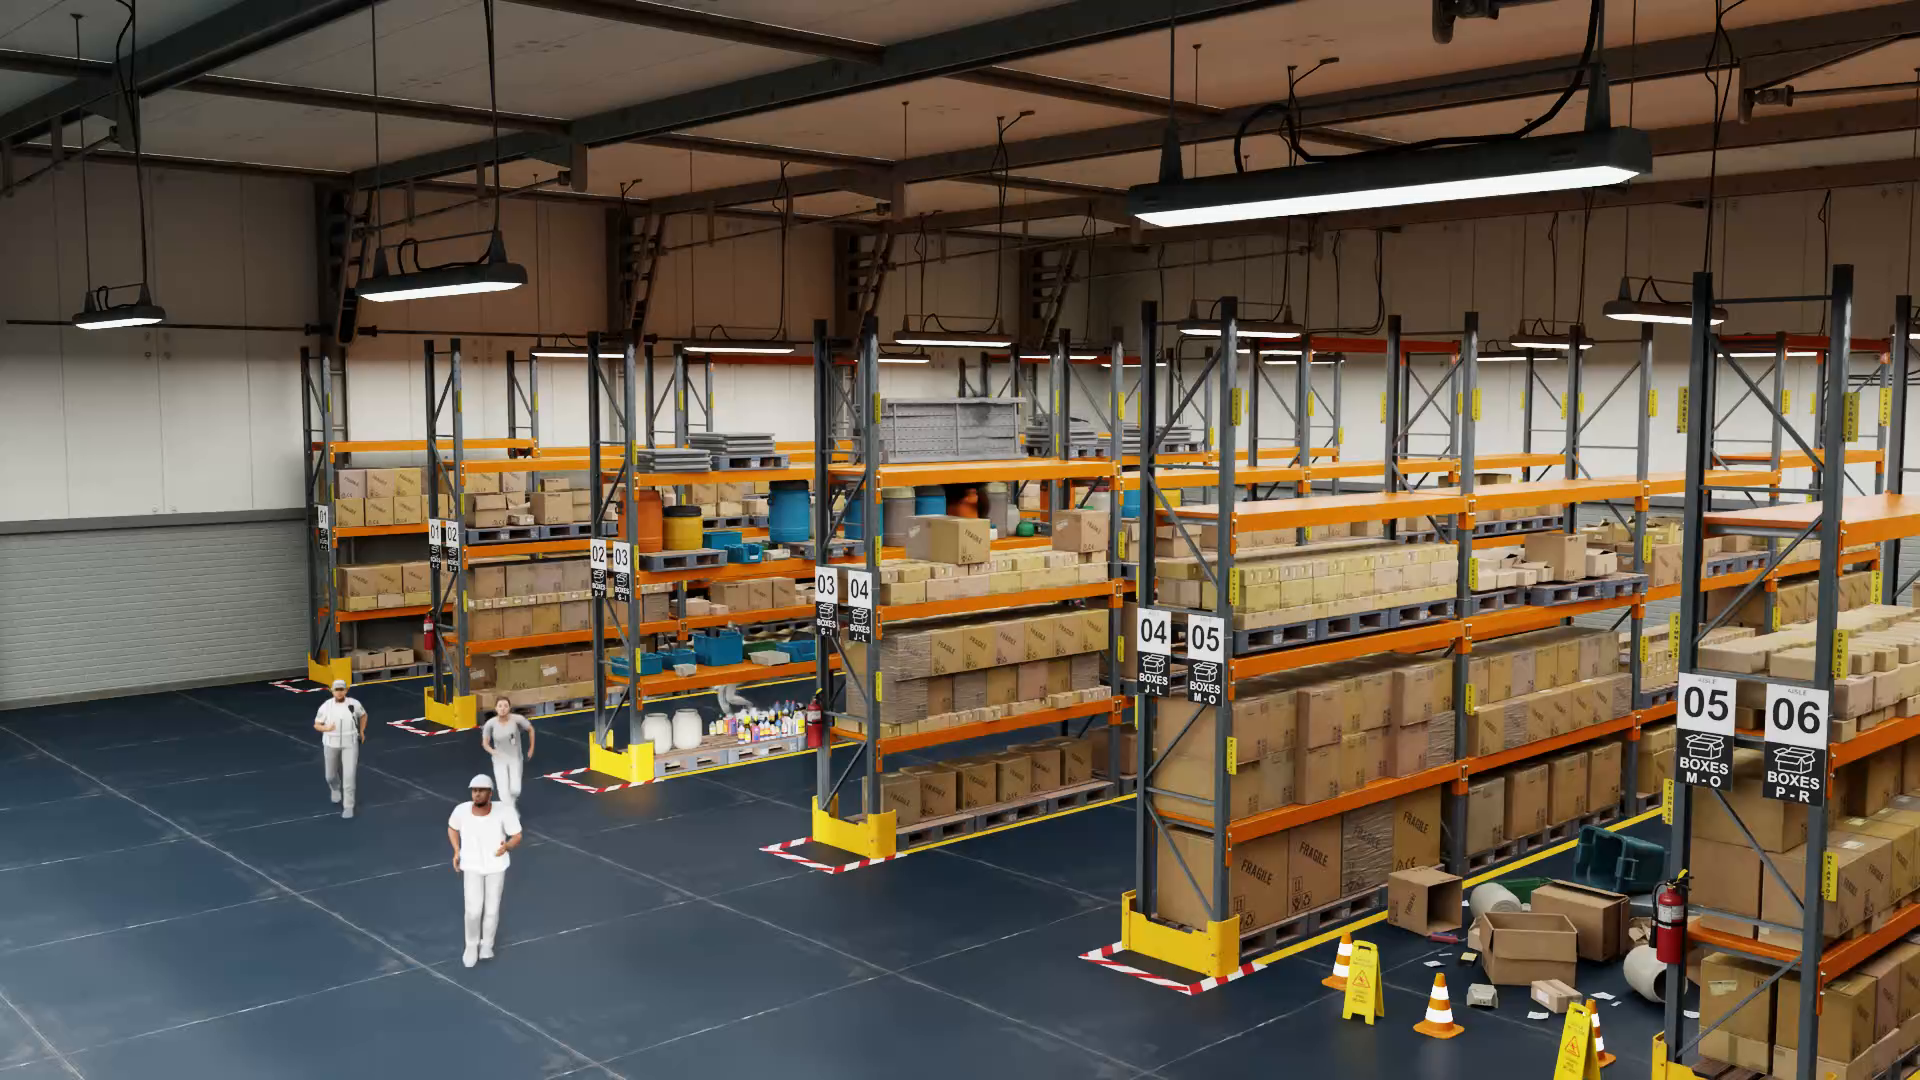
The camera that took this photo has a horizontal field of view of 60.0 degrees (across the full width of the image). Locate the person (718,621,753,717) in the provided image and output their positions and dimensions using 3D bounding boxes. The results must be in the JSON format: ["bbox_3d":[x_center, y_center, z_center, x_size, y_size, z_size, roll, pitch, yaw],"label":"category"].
[{"bbox_3d":[-3.534,2.064,25.889,0.614,1.647,0.580,5,7,43],"label":"person"}]

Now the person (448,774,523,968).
[{"bbox_3d":[-4.281,2.982,14.978,0.668,1.767,0.679,-1,5,-12],"label":"person"}]

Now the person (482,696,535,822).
[{"bbox_3d":[-5.355,2.639,19.741,0.601,1.623,0.652,-1,5,-13],"label":"person"}]

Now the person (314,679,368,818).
[{"bbox_3d":[-7.610,2.529,20.468,0.613,1.644,0.922,-2,5,-18],"label":"person"}]
